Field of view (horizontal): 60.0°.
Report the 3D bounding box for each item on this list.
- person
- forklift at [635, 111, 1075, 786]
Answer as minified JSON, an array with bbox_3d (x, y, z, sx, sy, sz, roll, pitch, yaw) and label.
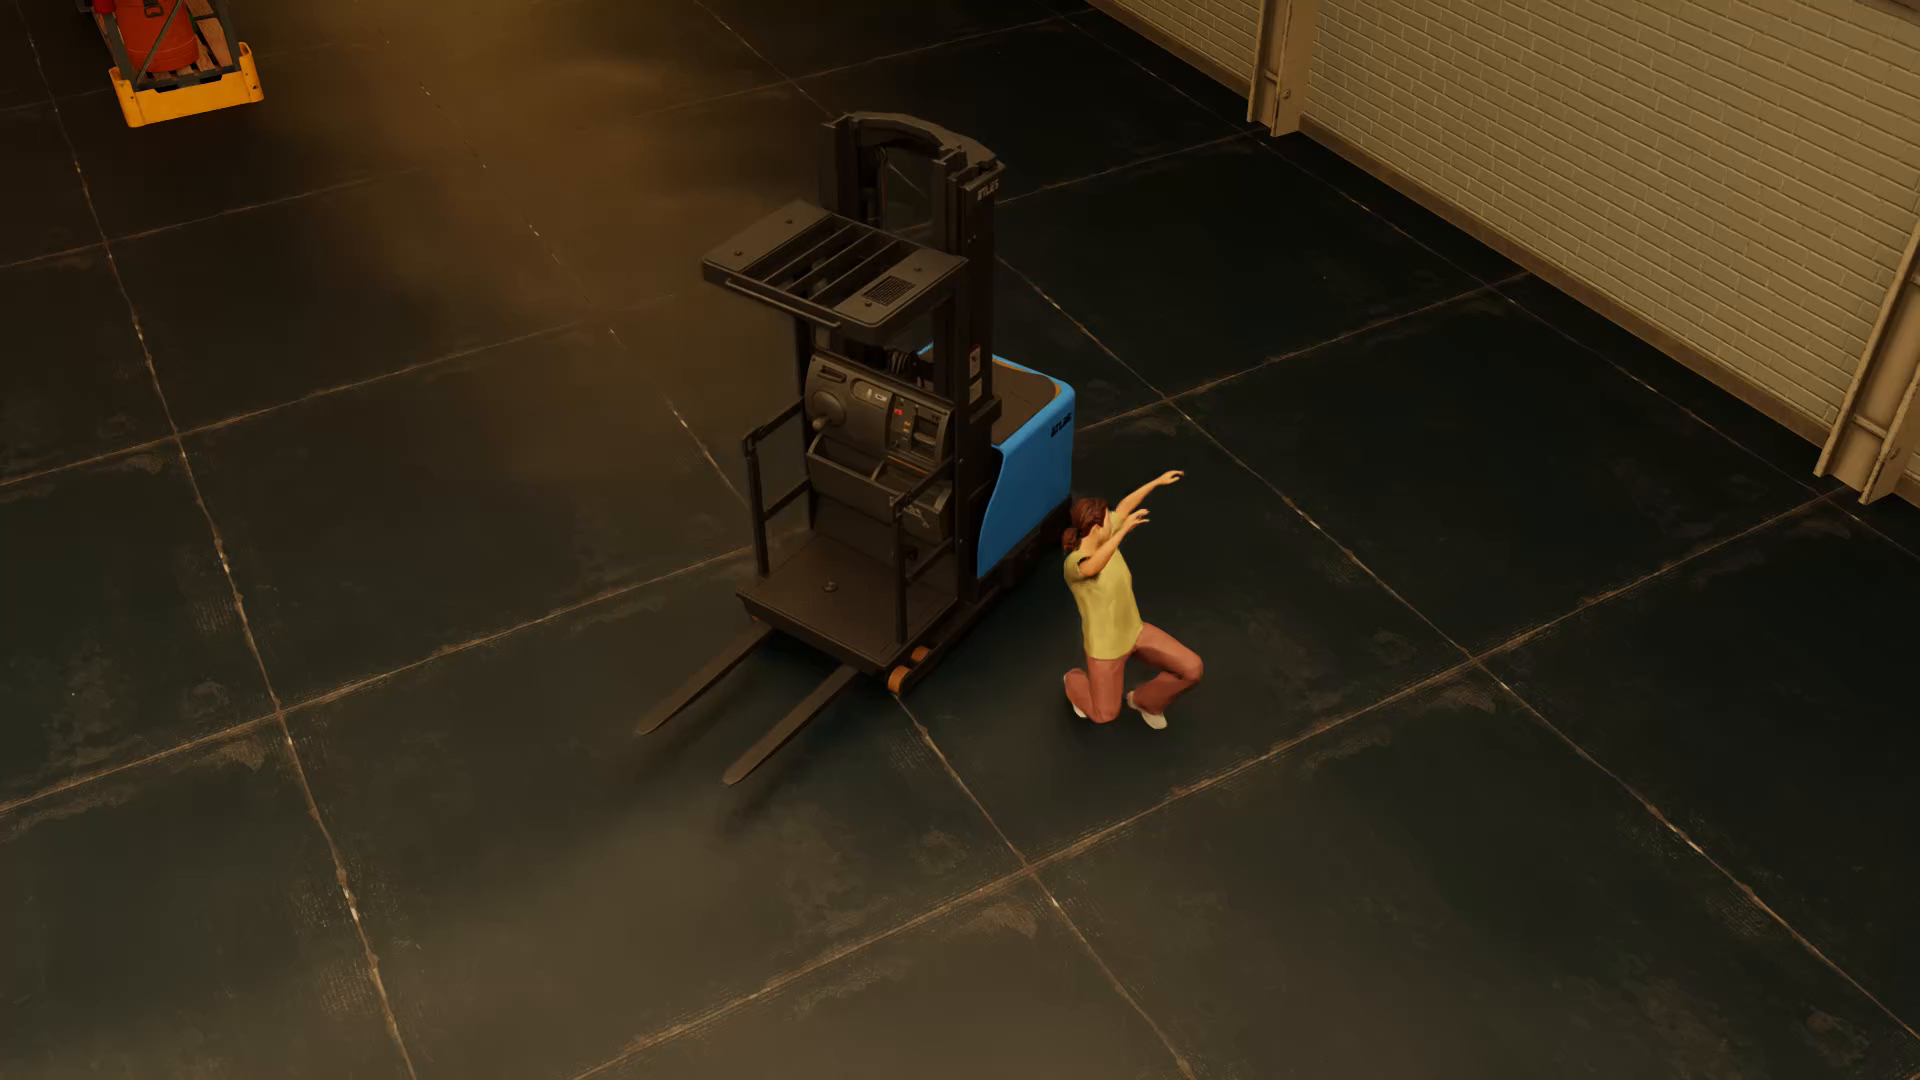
[{"bbox_3d":[1.002,0.341,8.749,0.992,1.530,0.801,-32,49,-32],"label":"person"},{"bbox_3d":[-0.569,-0.616,8.779,1.130,2.935,3.031,24,45,26],"label":"forklift"}]
